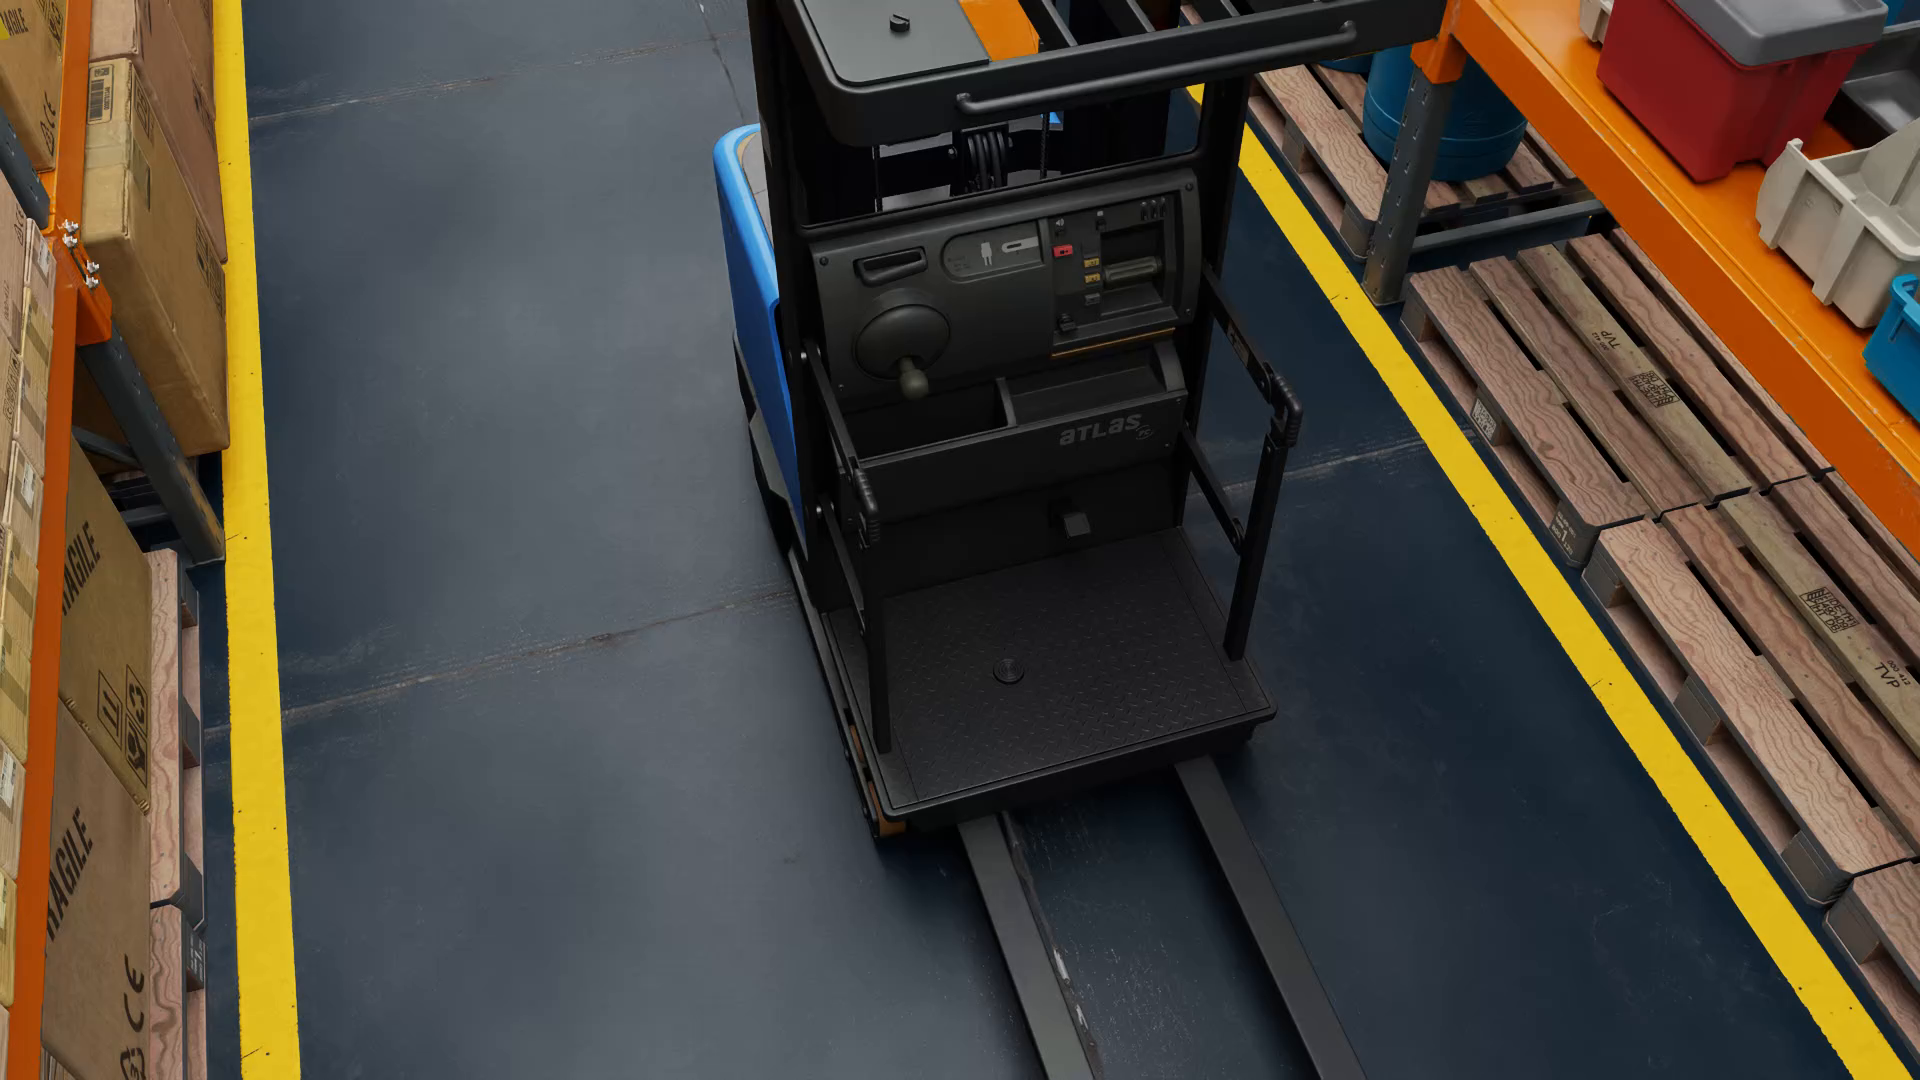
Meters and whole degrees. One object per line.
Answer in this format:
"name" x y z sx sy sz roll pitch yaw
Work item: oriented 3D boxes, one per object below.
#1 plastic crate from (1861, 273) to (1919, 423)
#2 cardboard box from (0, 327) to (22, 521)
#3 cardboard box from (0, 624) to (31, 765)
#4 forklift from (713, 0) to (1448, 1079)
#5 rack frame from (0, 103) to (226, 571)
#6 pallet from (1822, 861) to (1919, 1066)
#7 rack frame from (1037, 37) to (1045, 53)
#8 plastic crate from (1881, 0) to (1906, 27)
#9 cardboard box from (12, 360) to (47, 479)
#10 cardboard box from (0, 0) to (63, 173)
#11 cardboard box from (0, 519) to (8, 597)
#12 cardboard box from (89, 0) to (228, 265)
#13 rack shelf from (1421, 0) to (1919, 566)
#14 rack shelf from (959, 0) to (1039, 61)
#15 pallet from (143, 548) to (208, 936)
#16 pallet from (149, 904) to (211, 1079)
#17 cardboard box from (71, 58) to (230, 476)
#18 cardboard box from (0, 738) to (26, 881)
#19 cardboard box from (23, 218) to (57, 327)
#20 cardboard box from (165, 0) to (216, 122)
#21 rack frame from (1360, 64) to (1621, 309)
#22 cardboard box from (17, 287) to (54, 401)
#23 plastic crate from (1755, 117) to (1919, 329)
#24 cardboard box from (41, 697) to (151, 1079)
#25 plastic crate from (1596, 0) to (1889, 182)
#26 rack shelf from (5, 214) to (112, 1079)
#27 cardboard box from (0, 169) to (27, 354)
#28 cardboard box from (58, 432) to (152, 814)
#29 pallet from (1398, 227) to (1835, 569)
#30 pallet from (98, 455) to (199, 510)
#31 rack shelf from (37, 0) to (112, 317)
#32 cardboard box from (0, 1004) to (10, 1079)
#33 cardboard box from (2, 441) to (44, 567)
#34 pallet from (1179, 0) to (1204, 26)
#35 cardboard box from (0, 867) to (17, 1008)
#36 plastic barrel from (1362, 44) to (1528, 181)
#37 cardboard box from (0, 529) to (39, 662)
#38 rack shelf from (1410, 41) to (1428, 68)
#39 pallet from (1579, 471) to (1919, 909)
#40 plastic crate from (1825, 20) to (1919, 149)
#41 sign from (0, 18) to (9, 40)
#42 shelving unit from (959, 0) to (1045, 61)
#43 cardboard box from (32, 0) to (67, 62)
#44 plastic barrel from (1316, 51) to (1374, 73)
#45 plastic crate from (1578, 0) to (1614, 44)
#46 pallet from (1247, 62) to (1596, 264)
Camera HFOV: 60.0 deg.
"plastic crate" 2.275 -0.436 3.726 0.416 0.233 0.300 -13 51 -11
"cardboard box" -2.250 -0.237 3.392 0.500 0.250 0.500 -12 51 -10
"cardboard box" -2.003 0.338 3.168 0.380 0.149 0.250 -14 51 -12
"forklift" 0.189 -0.485 3.742 1.130 2.935 3.031 -14 51 -11
"rack frame" -2.787 -0.830 3.988 1.000 3.000 0.127 -13 51 -11
"pallet" 2.921 1.259 4.051 1.003 0.211 1.213 -13 51 -11
"rack frame" 0.034 -1.141 5.476 0.500 1.125 0.032 -5 50 -4
"plastic crate" 2.408 -1.701 4.693 0.392 0.384 0.575 -13 51 -11
"cardboard box" -2.232 -0.225 3.642 0.380 0.149 0.250 -14 51 -12
"cardboard box" -2.684 -1.255 4.281 0.500 0.500 0.500 -13 51 -11
"cardboard box" -2.099 0.135 3.078 0.500 0.250 0.500 -12 51 -10
"cardboard box" -3.260 -1.396 5.580 1.225 0.875 0.875 -15 51 -12
"rack shelf" 2.536 -0.258 3.976 1.077 0.370 4.000 -13 51 -11
"rack shelf" -0.026 -1.716 5.578 0.538 0.278 1.000 -5 50 -4
"pallet" -2.637 0.641 4.571 1.003 0.211 1.213 -13 51 -11
"pallet" -2.272 1.534 3.819 1.003 0.211 1.213 -13 51 -11
"cardboard box" -2.995 -0.744 5.030 1.225 0.875 0.875 -13 51 -11
"cardboard box" -1.929 0.524 3.011 0.380 0.149 0.250 -13 51 -10
"cardboard box" -2.384 -0.601 3.959 0.380 0.149 0.250 -13 51 -11
"cardboard box" -3.529 -2.041 6.124 1.225 0.875 0.875 -13 51 -11
"rack frame" 1.944 -1.950 4.932 1.000 3.000 0.127 -13 51 -11
"cardboard box" -2.307 -0.413 3.800 0.380 0.149 0.250 -12 51 -10
"plastic crate" 2.220 -0.775 3.979 0.437 0.282 0.530 -13 51 -11
"cardboard box" -2.402 0.876 3.664 0.875 0.875 0.875 -13 51 -11
"plastic crate" 1.969 -1.281 4.287 0.402 0.464 0.583 -13 51 -11
"rack shelf" -2.195 0.862 3.032 1.077 0.370 4.000 -13 51 -11
"cardboard box" -2.406 -0.615 3.710 0.500 0.250 0.500 -14 51 -12
"cardboard box" -2.668 0.219 4.218 0.875 0.875 0.875 -13 51 -11
"pallet" 2.199 -0.523 5.553 1.003 0.211 1.213 -13 51 -11
"pallet" -3.087 -0.478 5.515 1.003 0.211 1.213 -13 51 -11
"rack shelf" -3.378 -2.059 5.495 1.077 0.370 4.000 -13 51 -11
"cardboard box" -1.776 0.900 2.694 0.380 0.149 0.250 -14 51 -11
"cardboard box" -2.156 -0.038 3.484 0.380 0.149 0.250 -12 51 -10
"pallet" 1.392 -2.517 7.234 1.003 0.211 1.213 -13 51 -11
"cardboard box" -1.850 0.715 2.850 0.380 0.149 0.250 -14 51 -12
"plastic barrel" 1.800 -1.811 5.912 0.600 0.901 0.708 -13 51 -11
"cardboard box" -2.079 0.151 3.325 0.380 0.149 0.250 -12 51 -10
"rack shelf" 1.353 -3.179 6.439 1.077 0.370 4.000 -13 51 -11
"pallet" 2.563 0.369 4.801 1.003 0.211 1.213 -13 51 -11
"plastic crate" 2.532 -1.124 4.377 0.437 0.125 0.590 -13 51 -11
"sign" -2.257 -1.262 3.734 0.100 0.325 0.005 -13 51 -11
"shelving unit" -0.026 -1.527 5.802 0.538 1.125 1.048 -5 50 -4
"cardboard box" -2.834 -1.622 4.590 0.500 0.500 0.500 -13 51 -11
"plastic barrel" 1.590 -2.328 6.348 0.600 0.901 0.708 -13 51 -11
"plastic crate" 1.946 -1.512 4.696 0.396 0.136 0.243 -13 51 -11
"pallet" 1.756 -1.625 6.481 1.003 0.211 1.213 -13 51 -11
